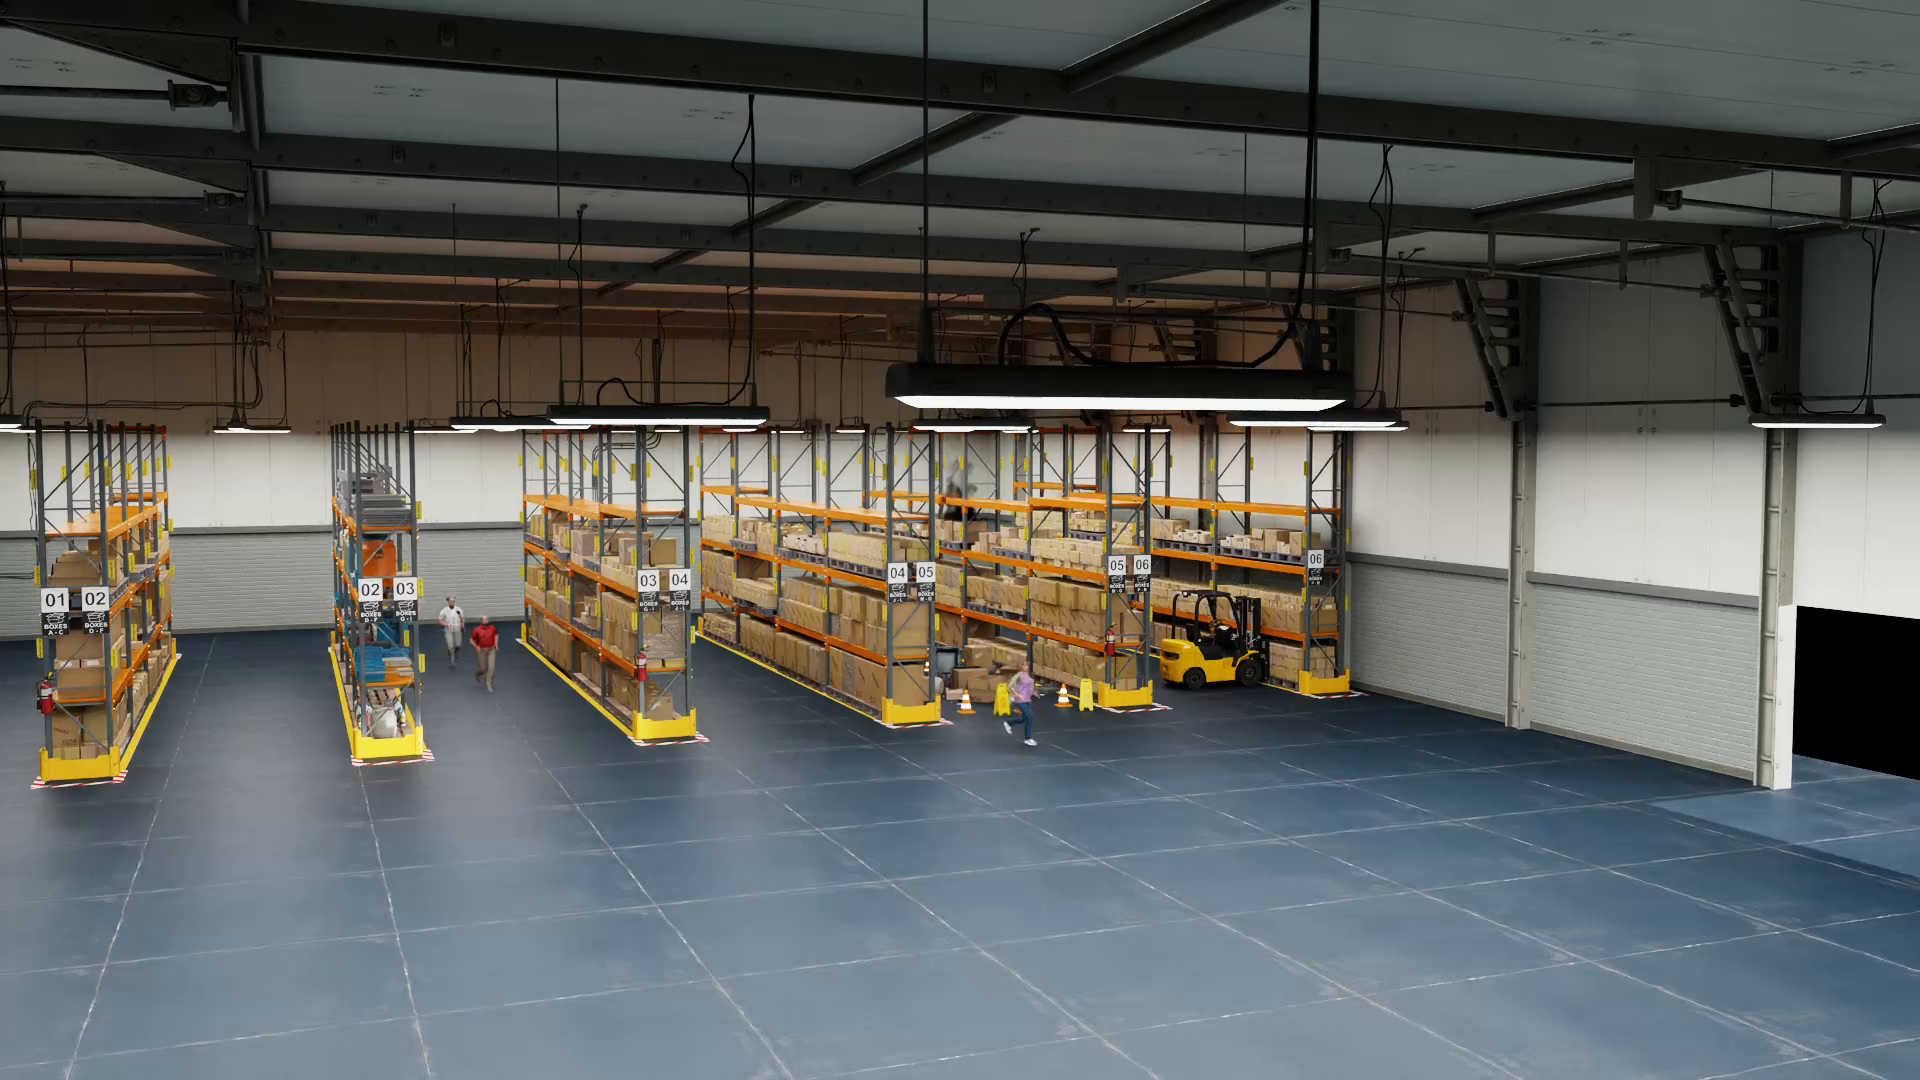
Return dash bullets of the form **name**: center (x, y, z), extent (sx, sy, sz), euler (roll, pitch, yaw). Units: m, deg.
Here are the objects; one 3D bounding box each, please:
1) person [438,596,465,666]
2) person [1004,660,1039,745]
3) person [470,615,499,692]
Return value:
- **person**: center (-12.699, 2.263, 41.623), extent (0.664, 1.742, 0.599), euler (-2, 4, -29)
- **person**: center (1.113, 3.015, 30.944), extent (0.732, 1.584, 0.541), euler (2, 4, 29)
- **person**: center (-10.713, 2.546, 37.538), extent (0.673, 1.716, 0.829), euler (-2, 4, -30)
